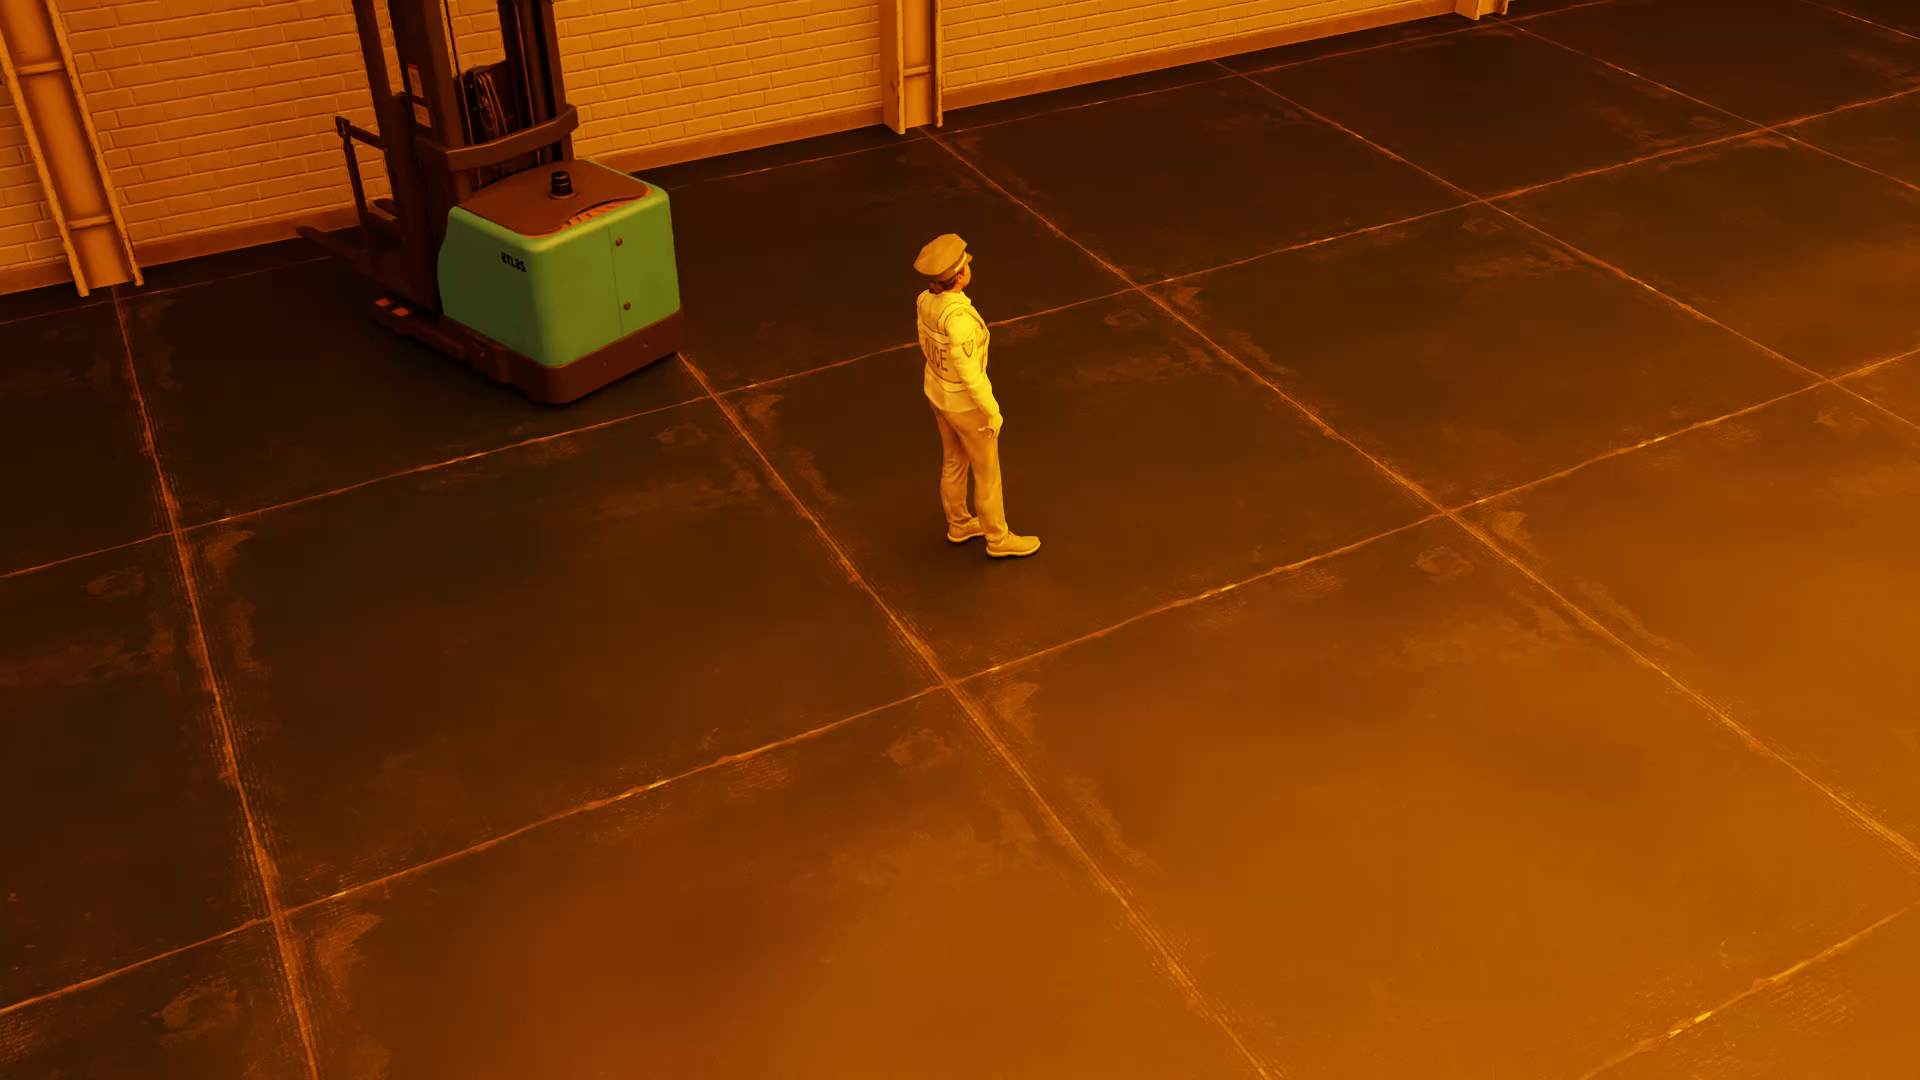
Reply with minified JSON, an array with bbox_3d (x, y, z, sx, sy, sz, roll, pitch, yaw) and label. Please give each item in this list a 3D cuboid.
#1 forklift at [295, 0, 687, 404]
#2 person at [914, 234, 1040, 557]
[{"bbox_3d":[-3.133,-2.699,9.941,3.031,2.935,1.130,26,43,32],"label":"forklift"},{"bbox_3d":[0.062,-0.713,8.190,0.534,1.696,0.587,-17,39,-23],"label":"person"}]
